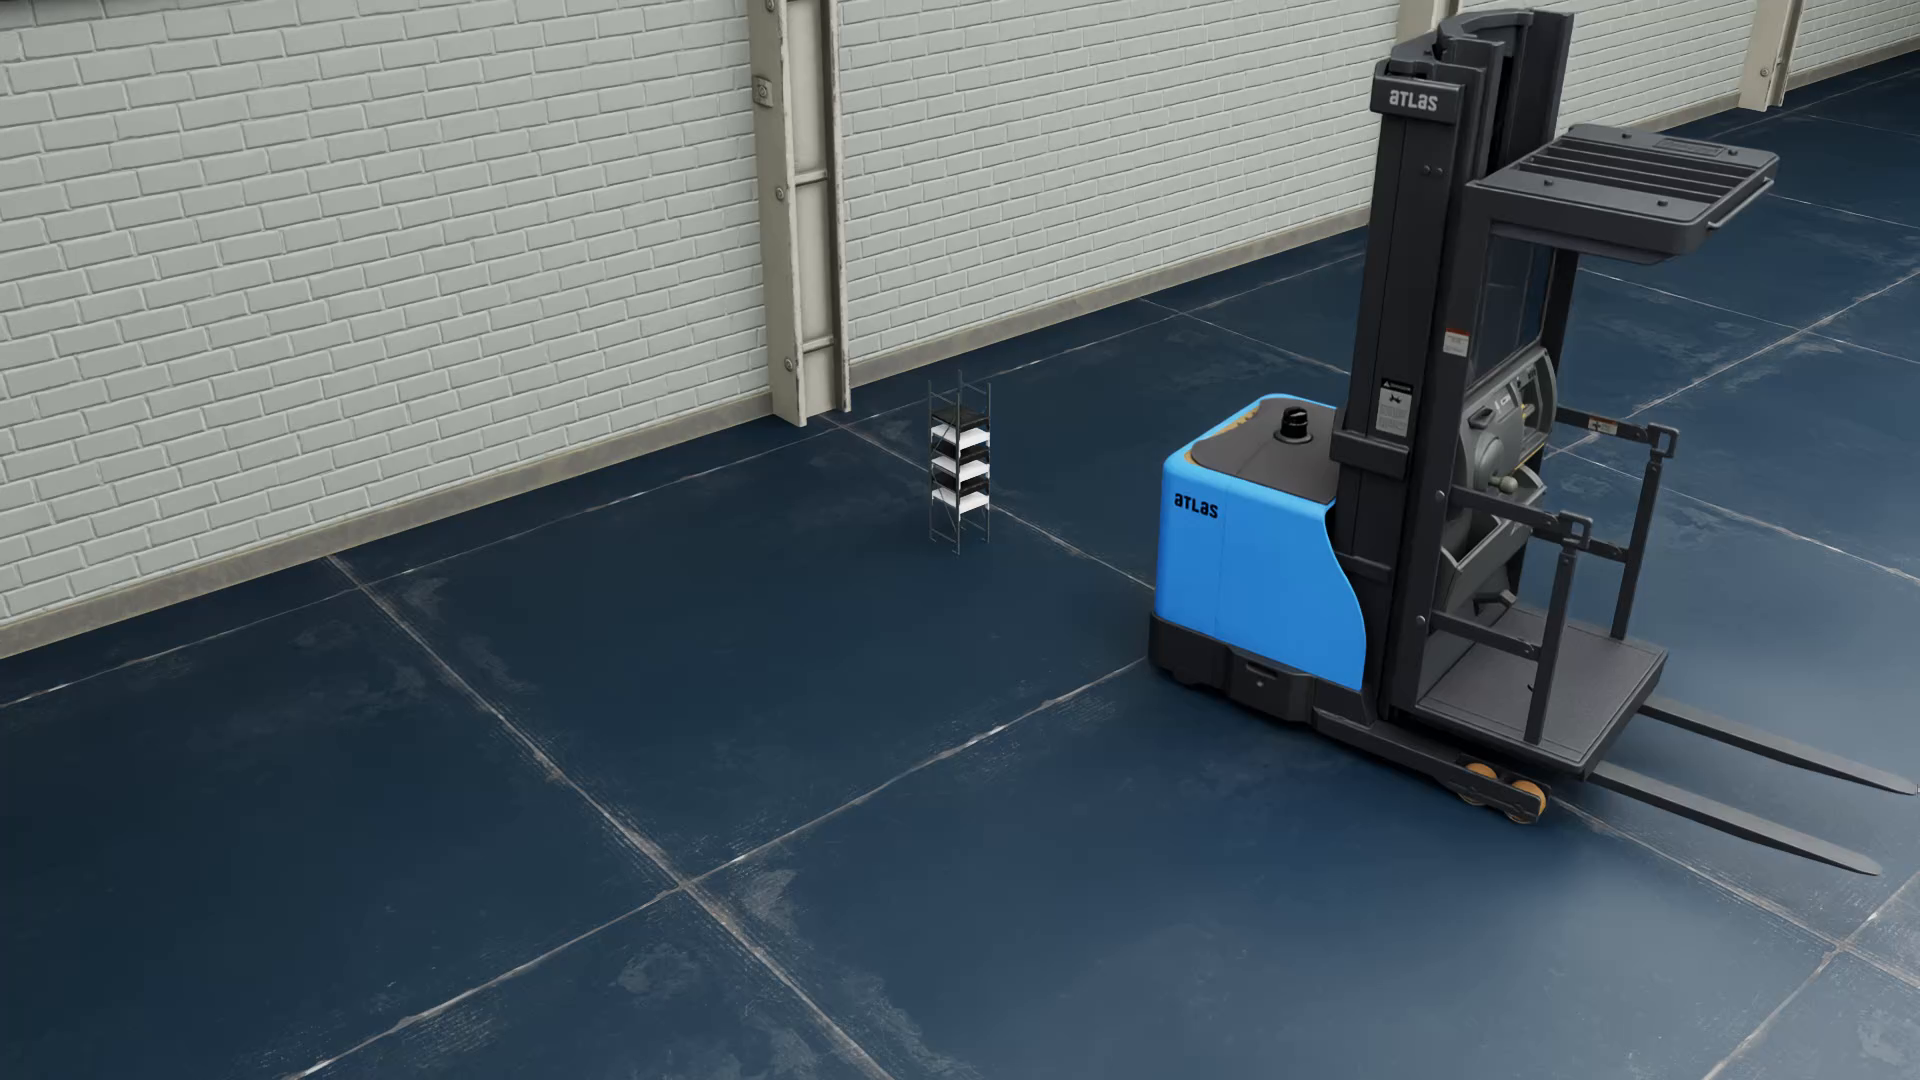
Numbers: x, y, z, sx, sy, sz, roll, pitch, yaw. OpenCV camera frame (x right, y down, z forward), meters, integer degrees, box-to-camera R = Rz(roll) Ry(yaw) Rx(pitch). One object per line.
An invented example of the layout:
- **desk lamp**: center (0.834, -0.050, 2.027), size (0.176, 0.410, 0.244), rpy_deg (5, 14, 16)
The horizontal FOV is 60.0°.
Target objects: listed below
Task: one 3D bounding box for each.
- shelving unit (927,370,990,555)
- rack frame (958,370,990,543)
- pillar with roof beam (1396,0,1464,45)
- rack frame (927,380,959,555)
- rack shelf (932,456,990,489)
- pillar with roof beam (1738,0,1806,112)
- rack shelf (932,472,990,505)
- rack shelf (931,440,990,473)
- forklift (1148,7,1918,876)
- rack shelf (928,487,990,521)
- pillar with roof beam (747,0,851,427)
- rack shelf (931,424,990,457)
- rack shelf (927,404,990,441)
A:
- **shelving unit**: center (-0.006, -0.394, 8.533), size (0.210, 0.900, 0.258), rpy_deg (-22, 35, -35)
- **rack frame**: center (0.071, -0.425, 8.591), size (0.006, 0.900, 0.240), rpy_deg (-22, 35, -35)
- **pillar with roof beam**: center (6.442, -5.056, 8.663), size (0.400, 9.000, 9.100), rpy_deg (-22, 35, -35)
- **rack frame**: center (-0.084, -0.363, 8.475), size (0.006, 0.900, 0.240), rpy_deg (-22, 35, -35)
- **rack shelf**: center (-0.006, -0.365, 8.549), size (0.200, 0.077, 0.258), rpy_deg (-22, 35, -35)
- **pillar with roof beam**: center (11.007, -6.891, 12.098), size (0.400, 9.000, 9.100), rpy_deg (-22, 35, -35)
- **rack shelf**: center (-0.006, -0.286, 8.591), size (0.200, 0.077, 0.258), rpy_deg (-22, 35, -35)
- **rack shelf**: center (-0.006, -0.444, 8.507), size (0.200, 0.077, 0.258), rpy_deg (-22, 35, -35)
- **forklift**: center (2.333, -0.446, 6.475), size (3.031, 2.935, 1.130), rpy_deg (20, 34, 33)
- **rack shelf**: center (-0.006, -0.206, 8.634), size (0.200, 0.077, 0.258), rpy_deg (-22, 35, -35)
- **pillar with roof beam**: center (1.878, -3.220, 5.228), size (0.400, 9.000, 9.100), rpy_deg (-22, 35, -35)
- **rack shelf**: center (-0.006, -0.524, 8.464), size (0.200, 0.077, 0.258), rpy_deg (-22, 35, -35)
- **rack shelf**: center (-0.006, -0.603, 8.422), size (0.200, 0.077, 0.258), rpy_deg (-22, 35, -35)
